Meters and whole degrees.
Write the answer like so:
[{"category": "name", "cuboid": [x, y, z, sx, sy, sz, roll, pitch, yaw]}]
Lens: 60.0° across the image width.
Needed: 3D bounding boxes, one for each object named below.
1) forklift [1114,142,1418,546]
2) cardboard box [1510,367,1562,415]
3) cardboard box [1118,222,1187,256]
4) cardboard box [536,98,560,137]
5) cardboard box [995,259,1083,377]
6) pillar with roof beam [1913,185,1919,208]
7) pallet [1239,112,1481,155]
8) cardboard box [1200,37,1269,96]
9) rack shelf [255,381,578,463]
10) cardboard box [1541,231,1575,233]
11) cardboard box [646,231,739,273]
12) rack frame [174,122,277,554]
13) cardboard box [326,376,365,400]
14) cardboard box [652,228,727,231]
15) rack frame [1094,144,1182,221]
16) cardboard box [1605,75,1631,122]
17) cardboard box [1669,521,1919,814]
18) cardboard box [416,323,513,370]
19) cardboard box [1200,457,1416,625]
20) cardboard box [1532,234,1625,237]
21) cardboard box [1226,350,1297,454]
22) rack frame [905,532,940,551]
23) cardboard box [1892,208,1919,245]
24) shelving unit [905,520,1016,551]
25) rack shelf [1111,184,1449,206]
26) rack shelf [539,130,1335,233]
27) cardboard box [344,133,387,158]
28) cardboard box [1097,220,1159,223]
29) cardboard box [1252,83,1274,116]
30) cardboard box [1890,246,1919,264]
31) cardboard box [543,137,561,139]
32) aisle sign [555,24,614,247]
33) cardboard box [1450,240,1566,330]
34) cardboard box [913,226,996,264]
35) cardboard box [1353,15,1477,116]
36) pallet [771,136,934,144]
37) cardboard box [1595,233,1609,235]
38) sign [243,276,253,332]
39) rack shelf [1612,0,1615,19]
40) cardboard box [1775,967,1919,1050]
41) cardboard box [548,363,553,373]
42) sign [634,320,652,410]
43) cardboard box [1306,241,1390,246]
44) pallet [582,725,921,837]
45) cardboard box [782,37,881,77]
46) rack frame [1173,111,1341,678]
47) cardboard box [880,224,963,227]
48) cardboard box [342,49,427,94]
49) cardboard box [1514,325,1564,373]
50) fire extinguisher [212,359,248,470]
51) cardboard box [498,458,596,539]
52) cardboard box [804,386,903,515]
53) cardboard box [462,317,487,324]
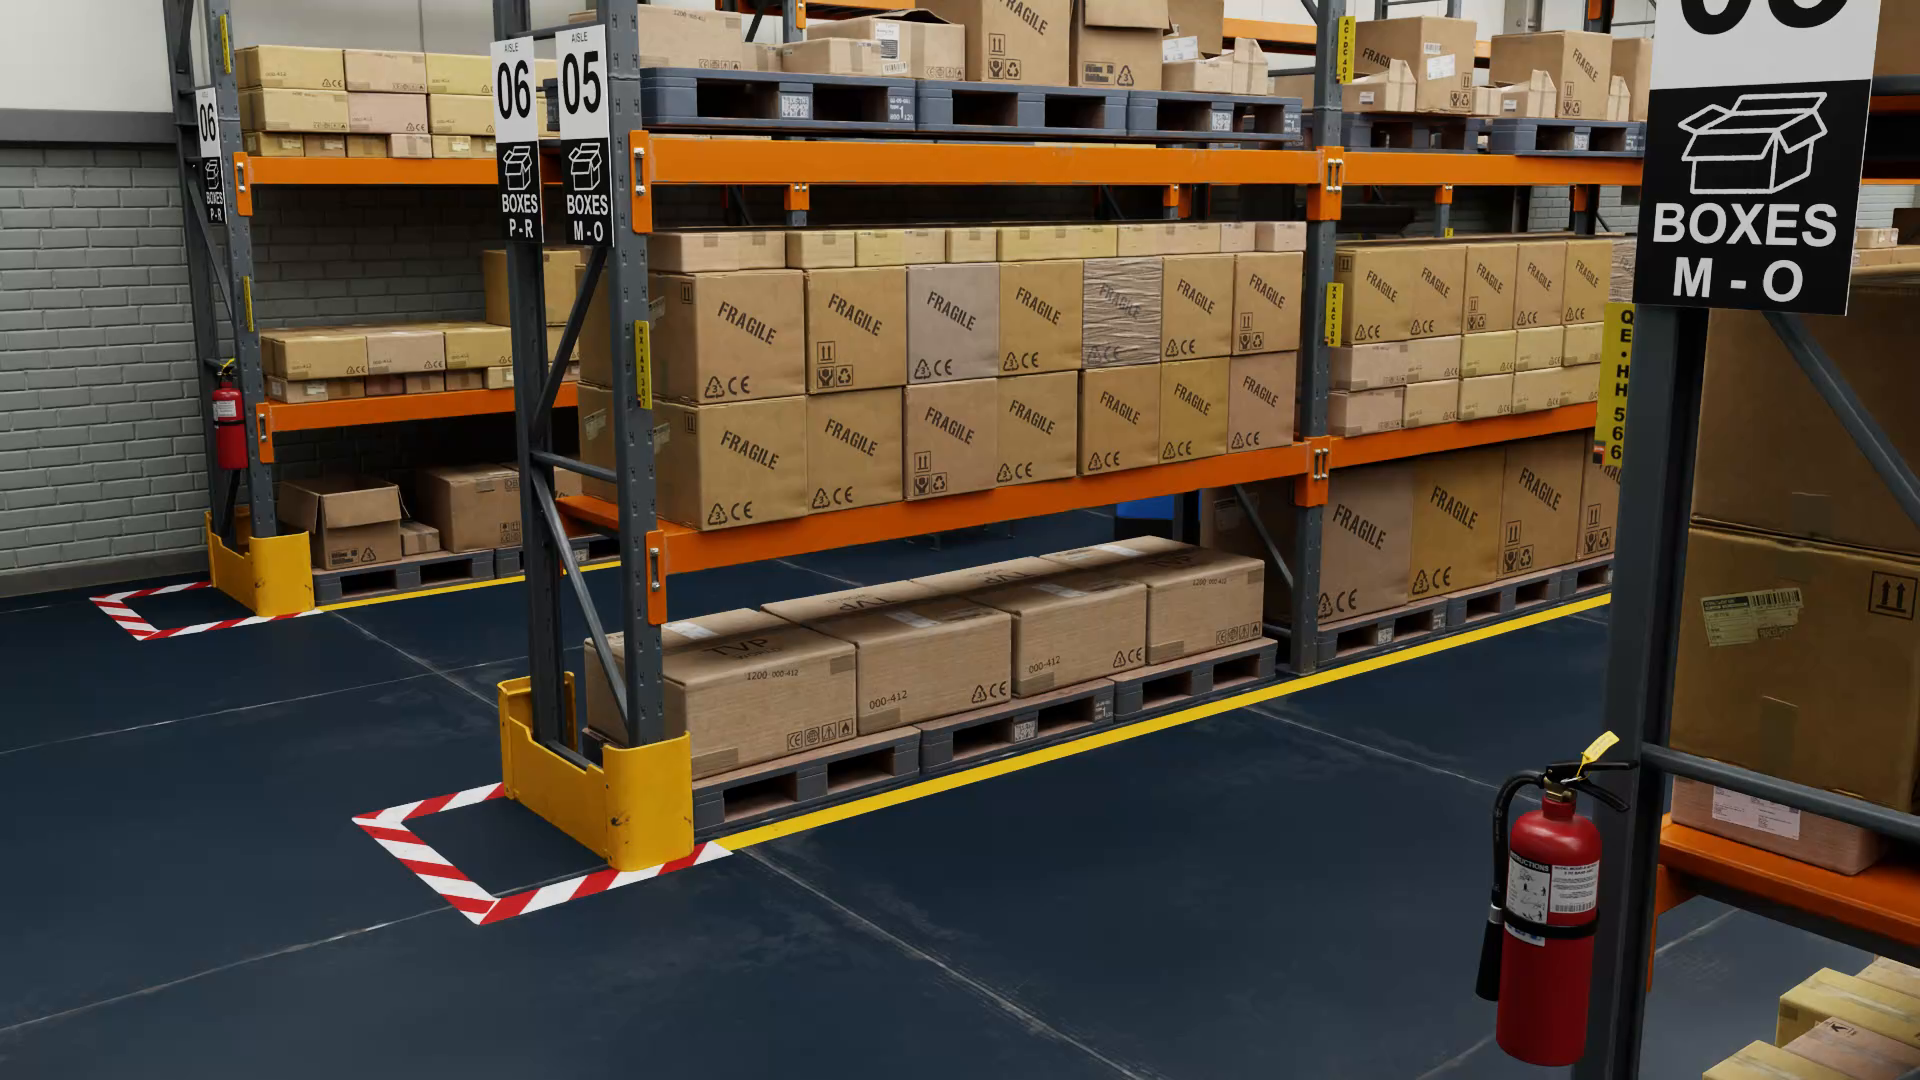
[{"category": "forklift", "cuboid": [2.674, -1.346, 11.910, 3.031, 2.935, 1.130, 2, 12, 9]}, {"category": "cardboard box", "cuboid": [3.316, -0.937, 10.179, 0.500, 0.250, 0.500, -10, 15, -39]}, {"category": "cardboard box", "cuboid": [0.895, -1.482, 8.175, 0.250, 0.149, 0.380, -10, 15, -38]}, {"category": "cardboard box", "cuboid": [-2.931, -2.844, 11.223, 0.500, 0.250, 0.500, -10, 15, -39]}, {"category": "cardboard box", "cuboid": [0.213, -1.037, 7.644, 0.500, 0.500, 0.500, -9, 15, -37]}, {"category": "pillar with roof beam", "cuboid": [18.818, -7.012, 23.986, 0.400, 9.000, 9.100, -9, 15, -38]}, {"category": "pallet", "cuboid": [2.283, -2.302, 9.486, 1.217, 0.209, 0.805, -10, 16, -40]}, {"category": "cardboard box", "cuboid": [1.299, -2.322, 8.193, 0.258, 0.266, 0.396, -9, 15, -36]}, {"category": "rack shelf", "cuboid": [-3.067, -0.994, 11.821, 4.000, 0.370, 1.077, -9, 15, -38]}, {"category": "cardboard box", "cuboid": [7.222, -3.641, 20.036, 0.250, 0.149, 0.380, -9, 15, -36]}, {"category": "cardboard box", "cuboid": [-1.075, -1.138, 6.559, 0.250, 0.149, 0.380, -9, 15, -36]}, {"category": "rack frame", "cuboid": [-4.629, -1.087, 10.524, 0.127, 3.000, 1.000, -9, 15, -38]}, {"category": "cardboard box", "cuboid": [-4.031, -1.002, 10.733, 0.250, 0.149, 0.380, -9, 15, -36]}, {"category": "cardboard box", "cuboid": [-1.187, -1.253, 7.099, 0.250, 0.149, 0.380, -9, 15, -37]}, {"category": "rack frame", "cuboid": [1.618, -2.125, 15.413, 0.127, 3.000, 1.000, -9, 15, -38]}, {"category": "cardboard box", "cuboid": [3.865, -2.692, 10.174, 0.258, 0.266, 0.396, -10, 16, -39]}, {"category": "cardboard box", "cuboid": [1.836, 0.213, 3.446, 0.500, 0.500, 0.500, -9, 15, -37]}, {"category": "cardboard box", "cuboid": [-3.319, -1.306, 11.201, 0.500, 0.250, 0.500, -10, 15, -39]}, {"category": "cardboard box", "cuboid": [2.032, -0.061, 9.797, 0.875, 0.875, 0.875, -9, 15, -36]}, {"category": "cardboard box", "cuboid": [4.184, -1.834, 11.395, 0.500, 0.500, 0.500, -10, 16, -40]}, {"category": "cardboard box", "cuboid": [1.396, -0.748, 8.691, 0.500, 0.500, 0.500, -9, 15, -37]}, {"category": "rack frame", "cuboid": [-0.281, -0.687, 12.253, 0.023, 1.500, 0.400, -9, 15, -38]}, {"category": "cardboard box", "cuboid": [8.324, -2.545, 14.026, 0.500, 0.500, 0.700, -10, 15, -38]}, {"category": "shelving unit", "cuboid": [0.005, -0.735, 12.477, 0.755, 1.500, 0.431, -9, 15, -38]}, {"category": "rack shelf", "cuboid": [3.179, -3.500, 16.398, 4.000, 0.370, 1.077, -9, 15, -38]}, {"category": "rack shelf", "cuboid": [0.036, -1.657, 7.721, 4.000, 0.370, 1.077, -9, 15, -38]}, {"category": "cardboard box", "cuboid": [-3.836, -2.503, 10.580, 0.250, 0.149, 0.380, -9, 15, -37]}, {"category": "cardboard box", "cuboid": [0.826, -1.582, 8.646, 0.250, 0.149, 0.380, -10, 15, -38]}, {"category": "cardboard box", "cuboid": [2.667, -4.031, 15.678, 0.500, 0.500, 0.700, -10, 15, -39]}, {"category": "cardboard box", "cuboid": [7.241, -2.077, 13.222, 0.500, 0.500, 0.500, -9, 15, -37]}, {"category": "cardboard box", "cuboid": [-2.786, -2.651, 11.275, 0.250, 0.149, 0.380, -9, 15, -37]}, {"category": "aisle sign", "cuboid": [-1.400, -1.497, 6.200, 0.004, 0.787, 0.394, -9, 15, -38]}, {"category": "cardboard box", "cuboid": [3.294, -1.553, 10.072, 0.500, 0.500, 0.500, -10, 15, -39]}, {"category": "cardboard box", "cuboid": [-0.053, -1.304, 7.341, 0.250, 0.149, 0.380, -9, 15, -37]}, {"category": "cardboard box", "cuboid": [2.467, -2.590, 9.131, 0.500, 0.500, 0.500, -10, 15, -39]}, {"category": "pallet", "cuboid": [-0.953, -3.054, 13.022, 1.003, 0.211, 1.213, -9, 15, -38]}, {"category": "cardboard box", "cuboid": [7.356, -3.518, 19.458, 0.250, 0.149, 0.380, -9, 15, -36]}, {"category": "sign", "cuboid": [-4.290, -1.422, 10.020, 0.005, 0.325, 0.100, -9, 15, -38]}, {"category": "rack shelf", "cuboid": [6.283, -3.967, 12.339, 4.000, 0.370, 1.077, -9, 15, -38]}, {"category": "cardboard box", "cuboid": [2.256, 1.219, 4.089, 0.250, 0.149, 0.380, -10, 15, -39]}, {"category": "cardboard box", "cuboid": [-2.971, -1.158, 11.468, 0.250, 0.149, 0.380, -9, 15, -36]}, {"category": "sign", "cuboid": [-1.183, -0.653, 6.210, 0.005, 0.325, 0.100, -9, 15, -38]}, {"category": "cardboard box", "cuboid": [2.190, -1.506, 9.852, 0.500, 0.500, 0.500, -9, 15, -37]}, {"category": "pallet", "cuboid": [-0.950, 0.966, 7.573, 1.213, 0.211, 1.003, -9, 15, -38]}, {"category": "cardboard box", "cuboid": [-0.532, -1.985, 6.885, 0.250, 0.149, 0.380, -9, 15, -36]}, {"category": "rack frame", "cuboid": [1.598, -0.801, 9.180, 0.127, 3.000, 1.000, -9, 15, -38]}, {"category": "cardboard box", "cuboid": [-0.191, -1.422, 7.894, 0.250, 0.149, 0.380, -9, 15, -36]}, {"category": "cardboard box", "cuboid": [-3.717, -2.950, 10.521, 0.500, 0.250, 0.500, -10, 15, -38]}, {"category": "cardboard box", "cuboid": [3.312, -1.183, 10.136, 0.500, 0.250, 0.500, -10, 16, -39]}, {"category": "fire extinguisher", "cuboid": [-4.455, -0.772, 10.128, 0.183, 0.674, 0.296, -9, 15, -38]}, {"category": "cardboard box", "cuboid": [-2.925, -0.290, 11.781, 0.500, 0.500, 0.500, -9, 15, -37]}, {"category": "cardboard box", "cuboid": [-0.594, -0.417, 7.129, 0.500, 0.500, 0.500, -10, 15, -38]}, {"category": "cardboard box", "cuboid": [-3.234, -1.460, 11.925, 0.500, 0.250, 0.500, -9, 15, -38]}]
